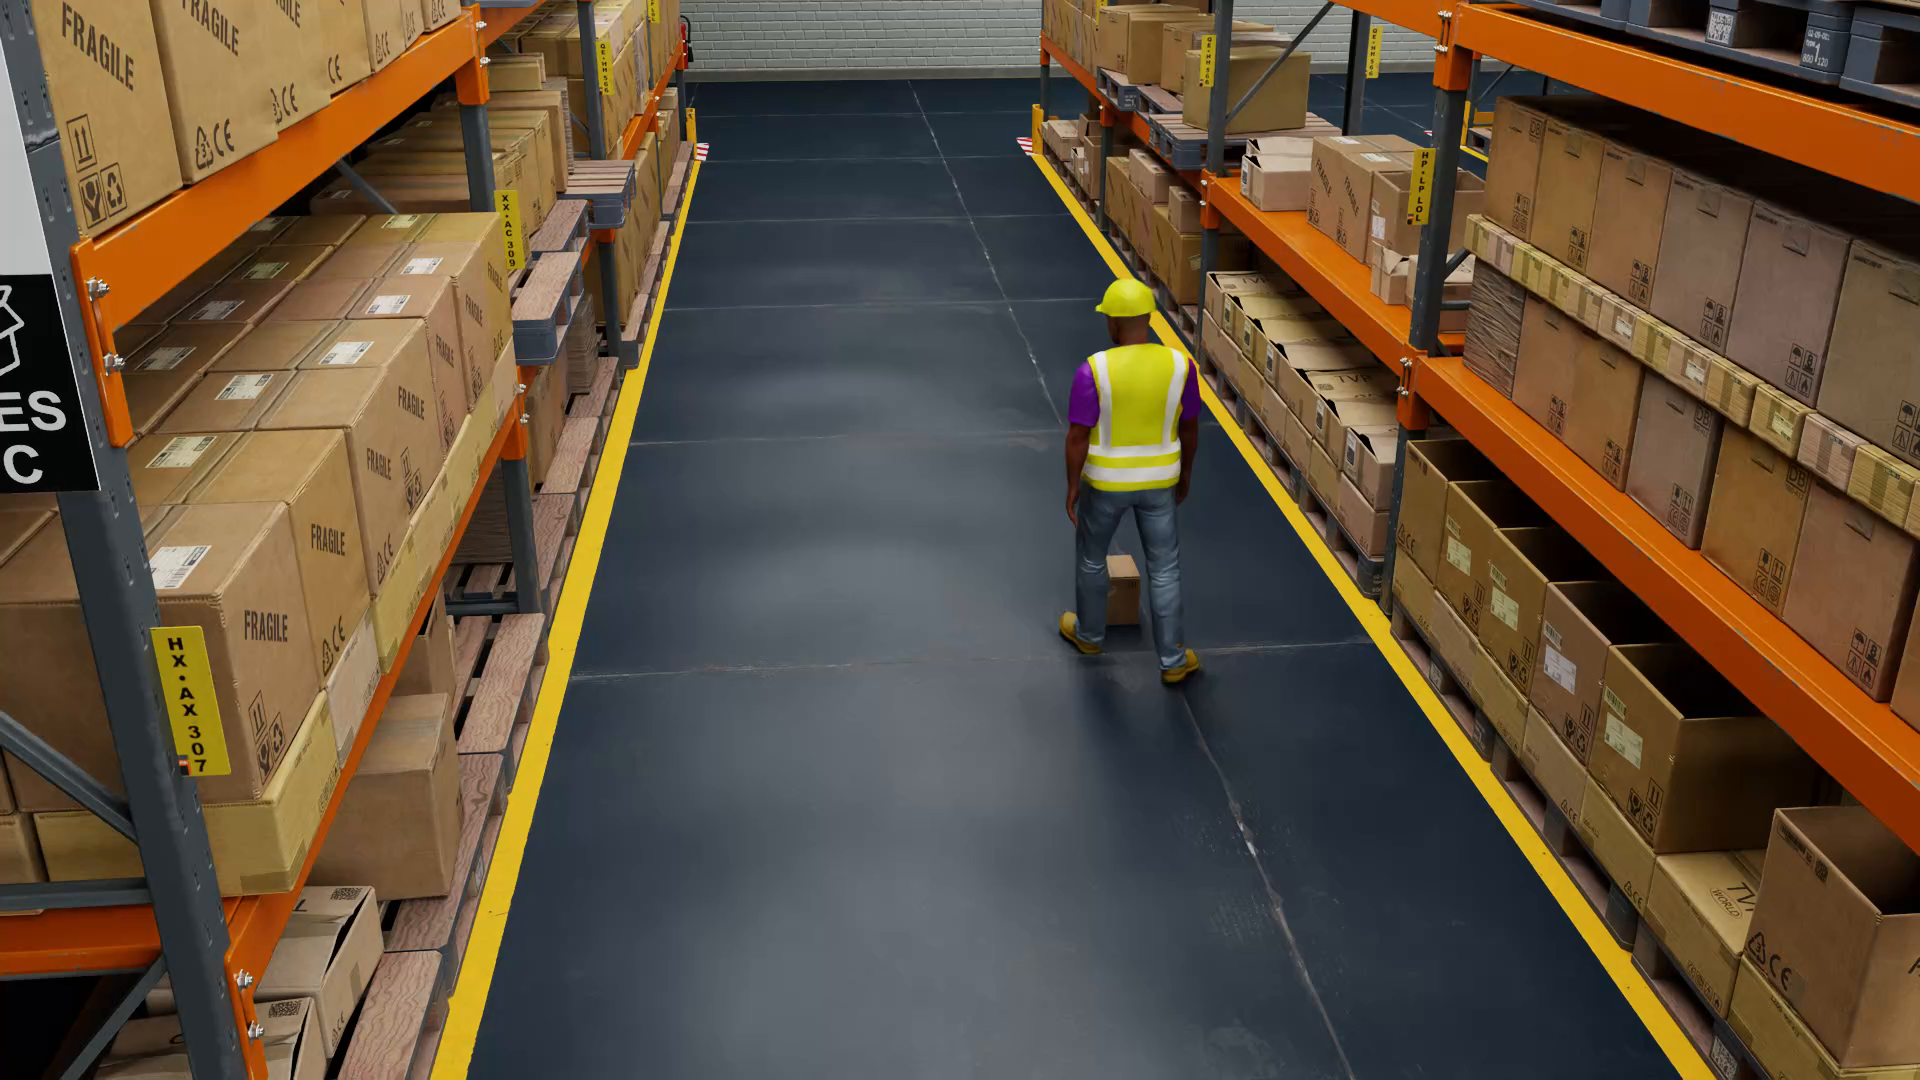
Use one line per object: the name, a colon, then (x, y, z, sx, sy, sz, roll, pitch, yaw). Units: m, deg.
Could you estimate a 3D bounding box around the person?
person: (0.747, -0.269, 7.208, 0.622, 1.761, 0.644, -3, 24, -6)
